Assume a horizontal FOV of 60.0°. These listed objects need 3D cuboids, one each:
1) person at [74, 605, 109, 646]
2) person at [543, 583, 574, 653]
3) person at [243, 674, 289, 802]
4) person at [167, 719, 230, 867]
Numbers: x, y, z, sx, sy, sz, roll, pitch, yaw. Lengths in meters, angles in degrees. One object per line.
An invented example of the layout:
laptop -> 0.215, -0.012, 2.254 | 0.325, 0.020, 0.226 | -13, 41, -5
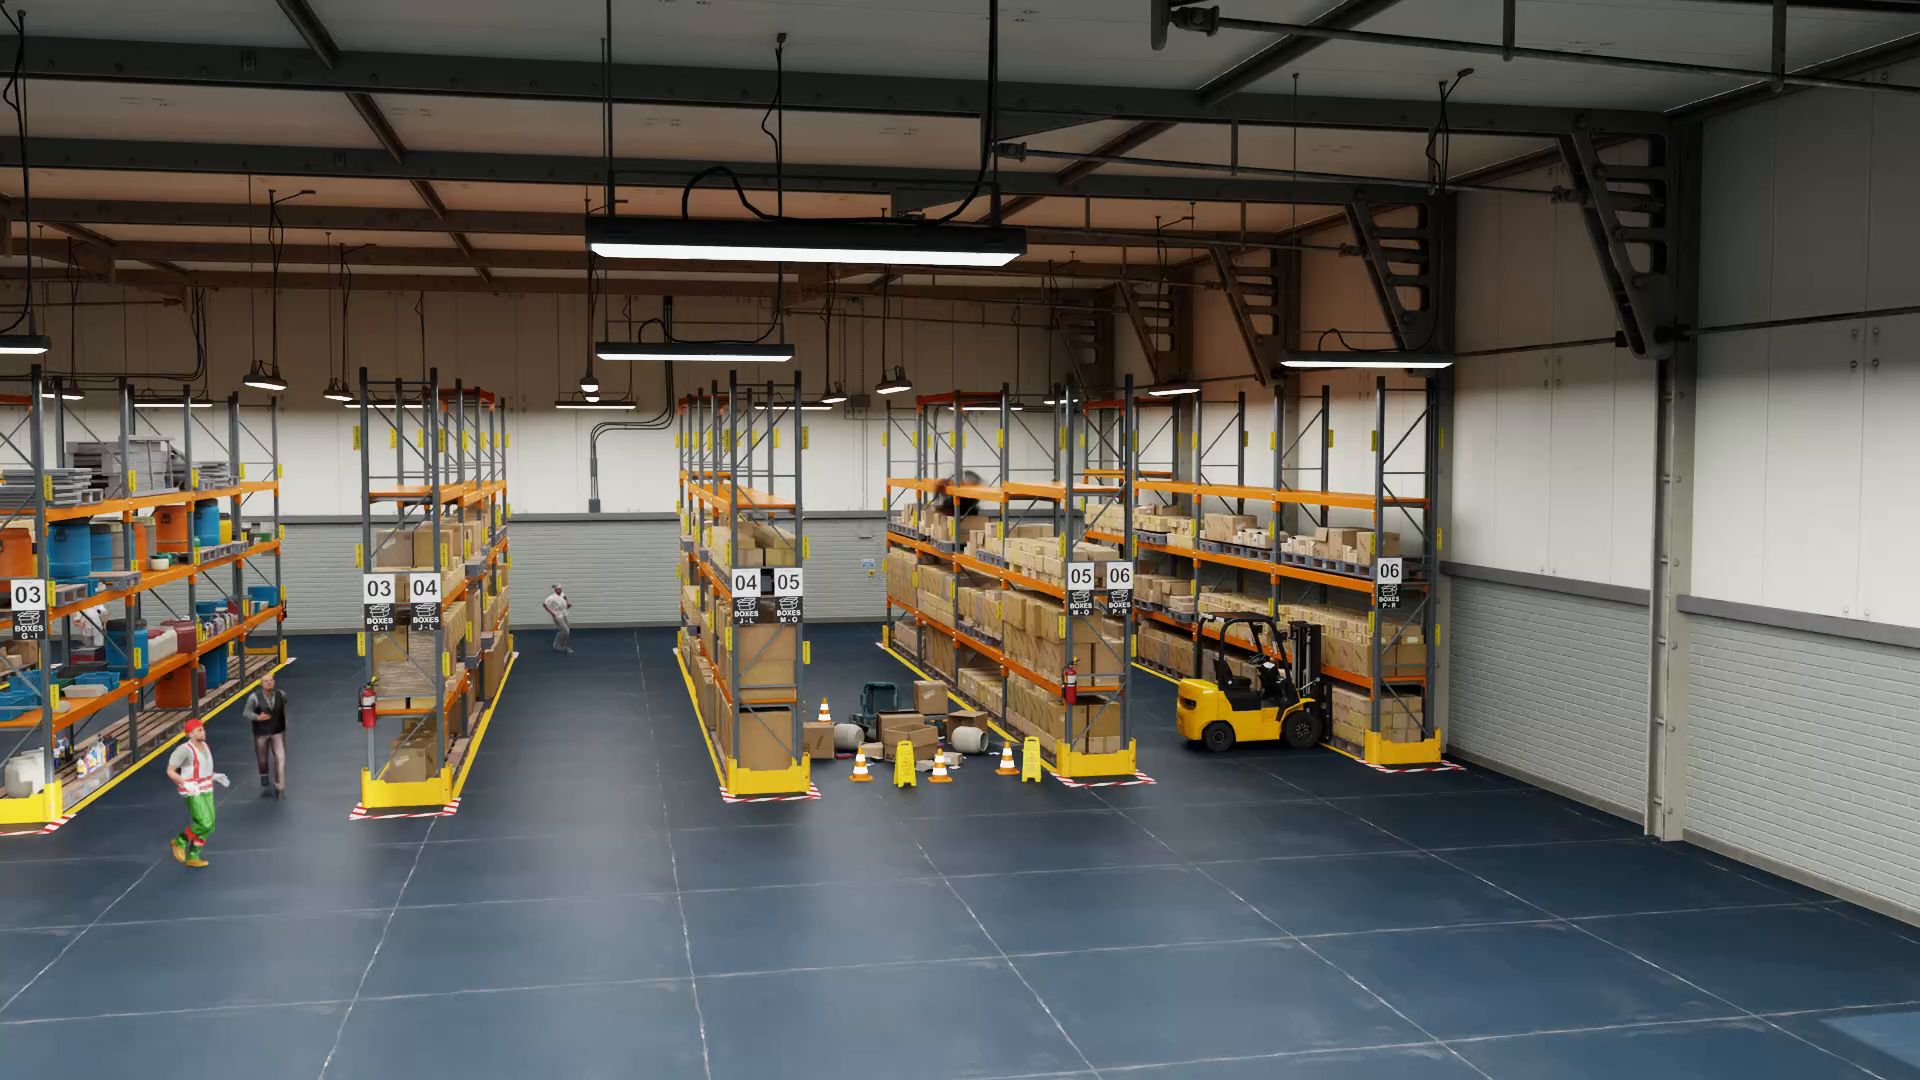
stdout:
person -> -18.433, 1.998, 35.302 | 0.670, 1.775, 0.989 | -2, 4, -24
person -> -9.456, 1.848, 39.217 | 0.703, 1.714, 0.608 | 2, 4, 24
person -> -9.755, 2.763, 23.408 | 0.624, 1.770, 1.009 | -2, 4, -26
person -> -8.946, 2.964, 19.514 | 0.580, 1.738, 0.633 | 1, 3, 10
